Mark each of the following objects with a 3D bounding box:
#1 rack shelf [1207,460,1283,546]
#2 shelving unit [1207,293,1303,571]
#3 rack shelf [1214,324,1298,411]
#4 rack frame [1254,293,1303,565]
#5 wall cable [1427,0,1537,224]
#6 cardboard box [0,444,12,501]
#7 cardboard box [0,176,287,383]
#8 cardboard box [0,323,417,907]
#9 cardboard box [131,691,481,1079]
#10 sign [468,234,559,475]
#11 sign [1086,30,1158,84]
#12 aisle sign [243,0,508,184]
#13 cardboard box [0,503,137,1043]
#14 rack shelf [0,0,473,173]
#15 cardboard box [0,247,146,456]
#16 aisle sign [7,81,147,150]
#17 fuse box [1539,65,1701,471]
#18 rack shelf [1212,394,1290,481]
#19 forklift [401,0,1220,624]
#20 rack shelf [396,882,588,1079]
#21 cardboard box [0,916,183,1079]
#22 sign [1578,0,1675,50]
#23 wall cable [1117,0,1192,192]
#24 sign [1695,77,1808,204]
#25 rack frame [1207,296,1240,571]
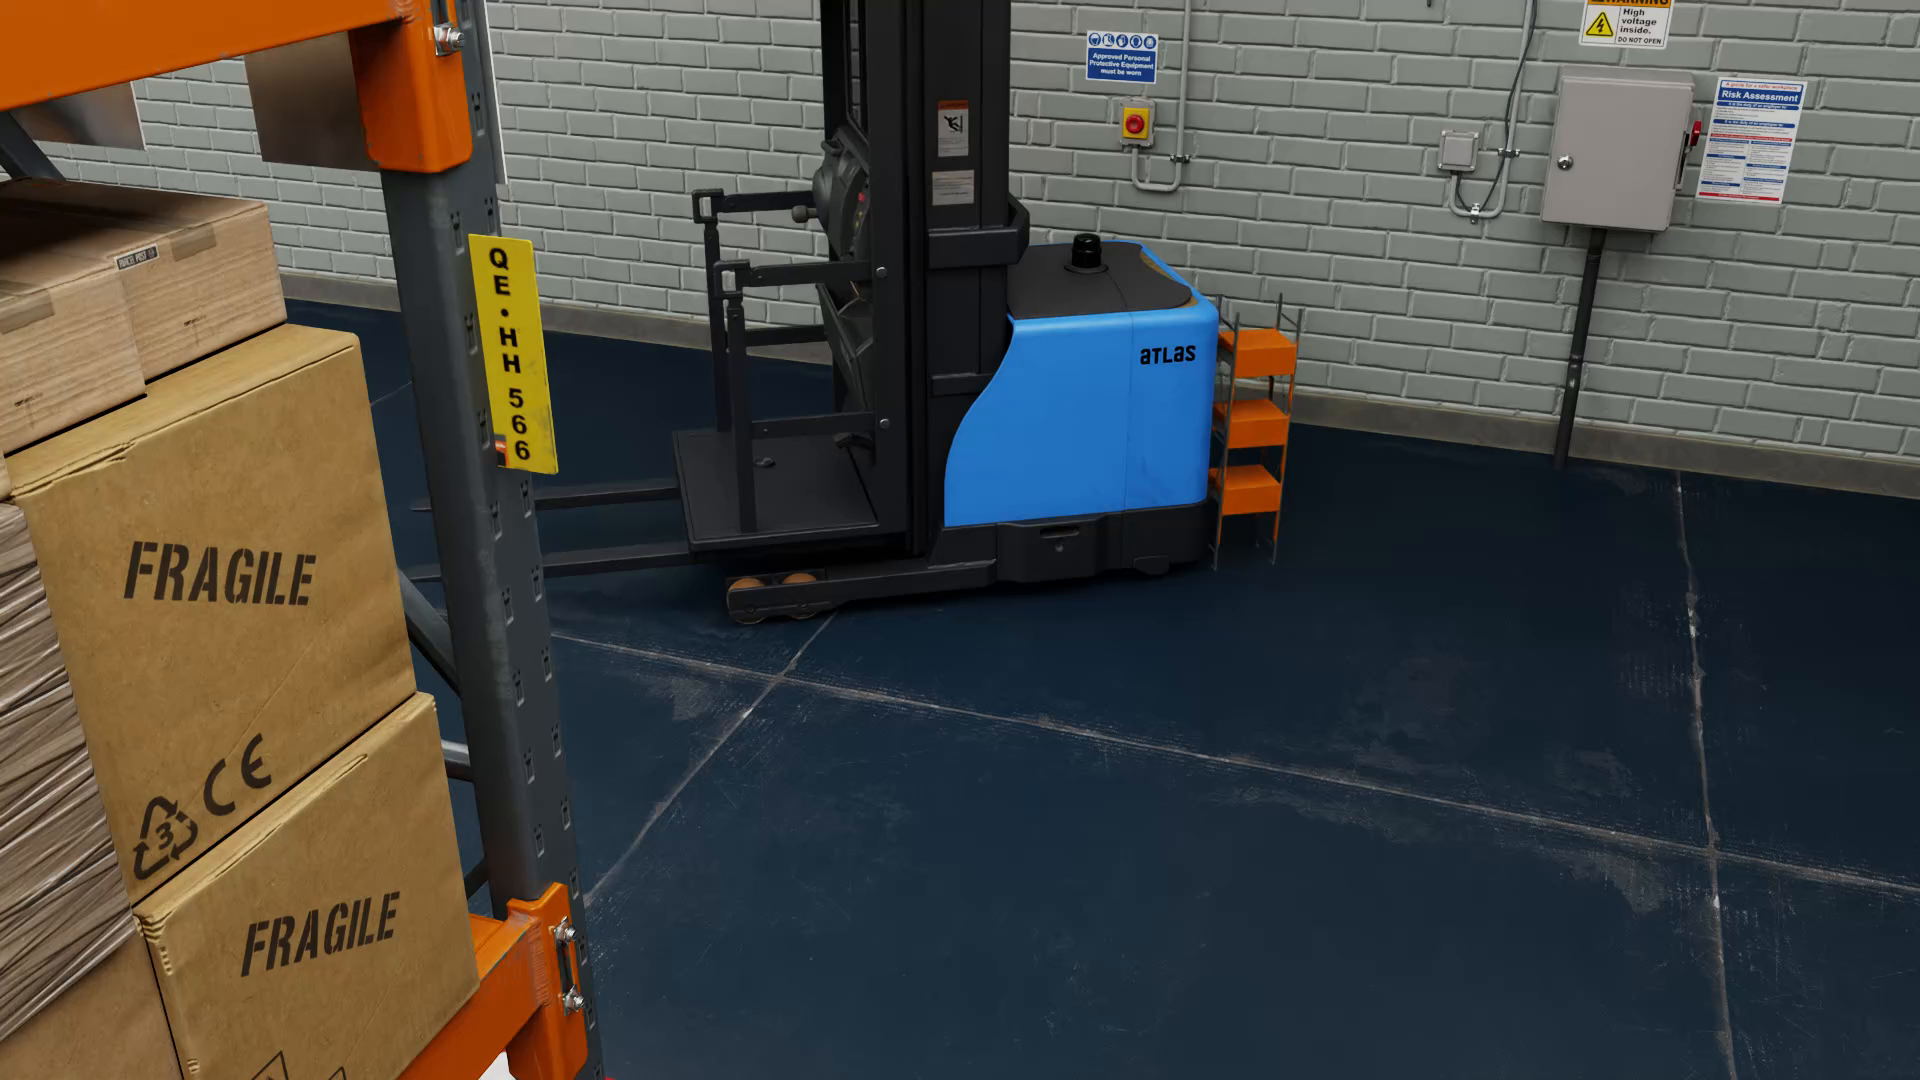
[{"bbox_3d":[1.097,-0.146,6.503,0.240,0.259,0.215,-5,27,-12],"label":"rack shelf"},{"bbox_3d":[1.101,-0.405,6.375,0.252,1.050,0.215,-5,27,-12],"label":"shelving unit"},{"bbox_3d":[1.105,-0.650,6.255,0.240,0.259,0.215,-5,27,-12],"label":"rack shelf"},{"bbox_3d":[1.220,-0.415,6.401,0.008,1.050,0.200,-5,27,-12],"label":"rack frame"},{"bbox_3d":[2.094,-2.276,6.843,0.588,1.984,0.122,9,27,17],"label":"wall cable"},{"bbox_3d":[-1.101,-0.084,1.474,0.380,0.149,0.250,8,27,17],"label":"cardboard box"},{"bbox_3d":[-1.032,-0.310,1.941,0.380,0.149,0.250,9,27,18],"label":"cardboard box"},{"bbox_3d":[-1.038,0.038,1.967,0.500,0.500,0.500,10,27,19],"label":"cardboard box"},{"bbox_3d":[-1.013,0.492,2.176,0.500,0.500,0.500,9,27,18],"label":"cardboard box"},{"bbox_3d":[-0.595,-0.243,2.209,0.100,0.325,0.005,9,27,17],"label":"sign"},{"bbox_3d":[0.727,-2.174,7.487,0.327,0.218,0.001,9,27,17],"label":"sign"},{"bbox_3d":[-0.786,-0.854,2.089,0.394,0.787,0.004,9,27,17],"label":"aisle sign"},{"bbox_3d":[-1.184,0.257,1.514,0.500,0.500,0.500,9,27,18],"label":"cardboard box"},{"bbox_3d":[-1.767,0.096,0.492,1.077,0.370,4.000,9,27,17],"label":"rack shelf"},{"bbox_3d":[-1.094,-0.202,1.719,0.380,0.149,0.250,9,27,18],"label":"cardboard box"},{"bbox_3d":[-1.351,-0.941,2.268,0.394,0.787,0.004,9,27,17],"label":"aisle sign"},{"bbox_3d":[2.685,-1.075,7.008,0.539,1.711,0.414,9,27,17],"label":"fuse box"},{"bbox_3d":[1.101,-0.395,6.380,0.240,0.259,0.215,-5,27,-12],"label":"rack shelf"},{"bbox_3d":[-0.608,-1.261,5.992,3.031,2.935,1.130,-5,26,-11],"label":"forklift"},{"bbox_3d":[-1.767,1.446,1.146,1.077,0.370,4.000,9,27,17],"label":"rack shelf"},{"bbox_3d":[-1.194,0.696,1.755,0.500,0.500,0.500,8,27,16],"label":"cardboard box"},{"bbox_3d":[2.702,-2.120,6.739,0.339,0.242,0.001,9,27,17],"label":"sign"},{"bbox_3d":[0.752,-2.491,7.252,0.585,1.953,0.123,9,27,17],"label":"wall cable"},{"bbox_3d":[3.220,-1.626,6.775,0.329,0.494,0.001,9,27,17],"label":"sign"},{"bbox_3d":[0.982,-0.395,6.350,0.008,1.050,0.200,-5,27,-12],"label":"rack frame"}]
